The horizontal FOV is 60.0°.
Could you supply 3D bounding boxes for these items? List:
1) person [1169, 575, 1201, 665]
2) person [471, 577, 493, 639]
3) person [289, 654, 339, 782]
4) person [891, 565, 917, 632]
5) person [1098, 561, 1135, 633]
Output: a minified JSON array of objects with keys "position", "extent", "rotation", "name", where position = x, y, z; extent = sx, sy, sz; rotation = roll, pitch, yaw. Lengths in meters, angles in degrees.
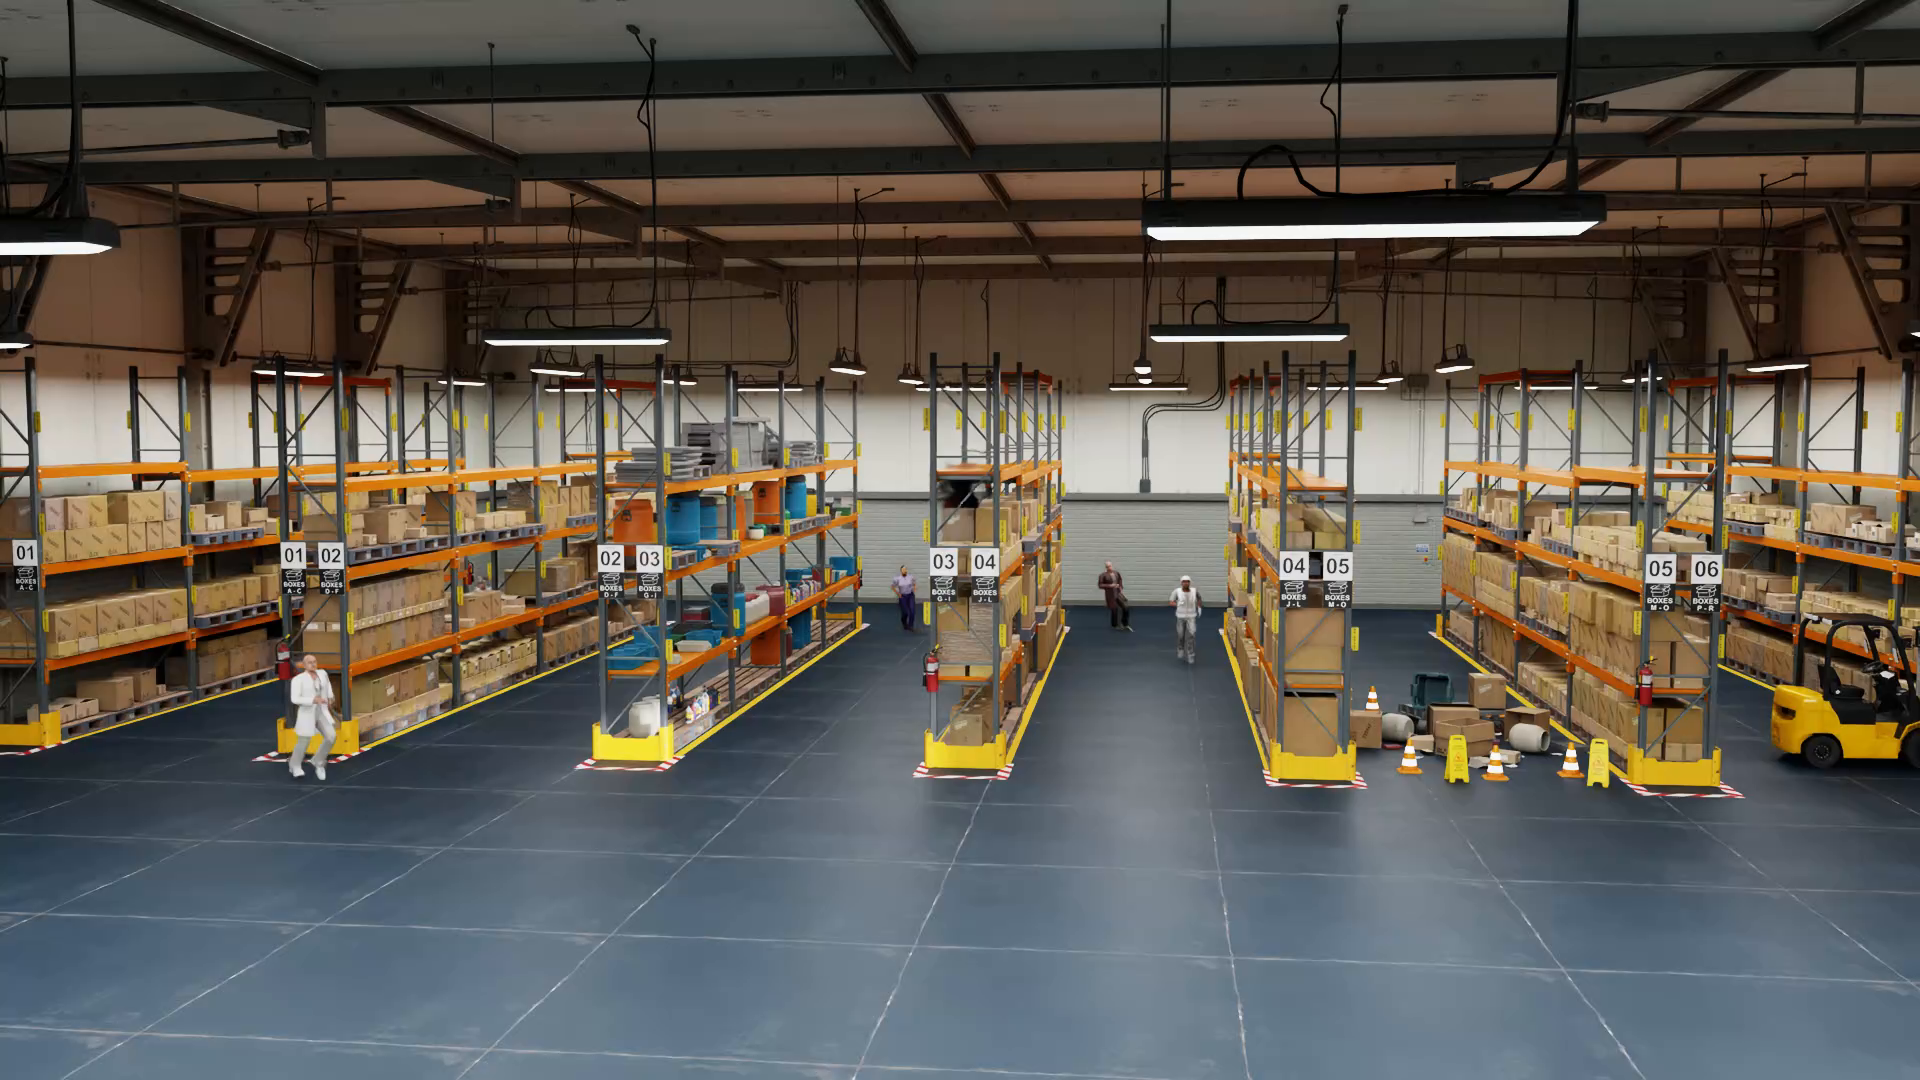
[{"position":[4.704,1.645,34.684],"extent":[0.702,1.838,0.831],"rotation":[0,4,1],"name":"person"},{"position":[-10.263,1.623,35.848],"extent":[0.644,1.706,0.721],"rotation":[1,4,13],"name":"person"},{"position":[-8.991,2.477,23.211],"extent":[0.959,1.803,0.730],"rotation":[3,5,41],"name":"person"},{"position":[-1.299,1.411,39.659],"extent":[0.615,1.583,0.588],"rotation":[-1,4,-19],"name":"person"},{"position":[3.649,1.395,39.685],"extent":[0.861,1.640,0.755],"rotation":[-1,4,-20],"name":"person"}]
